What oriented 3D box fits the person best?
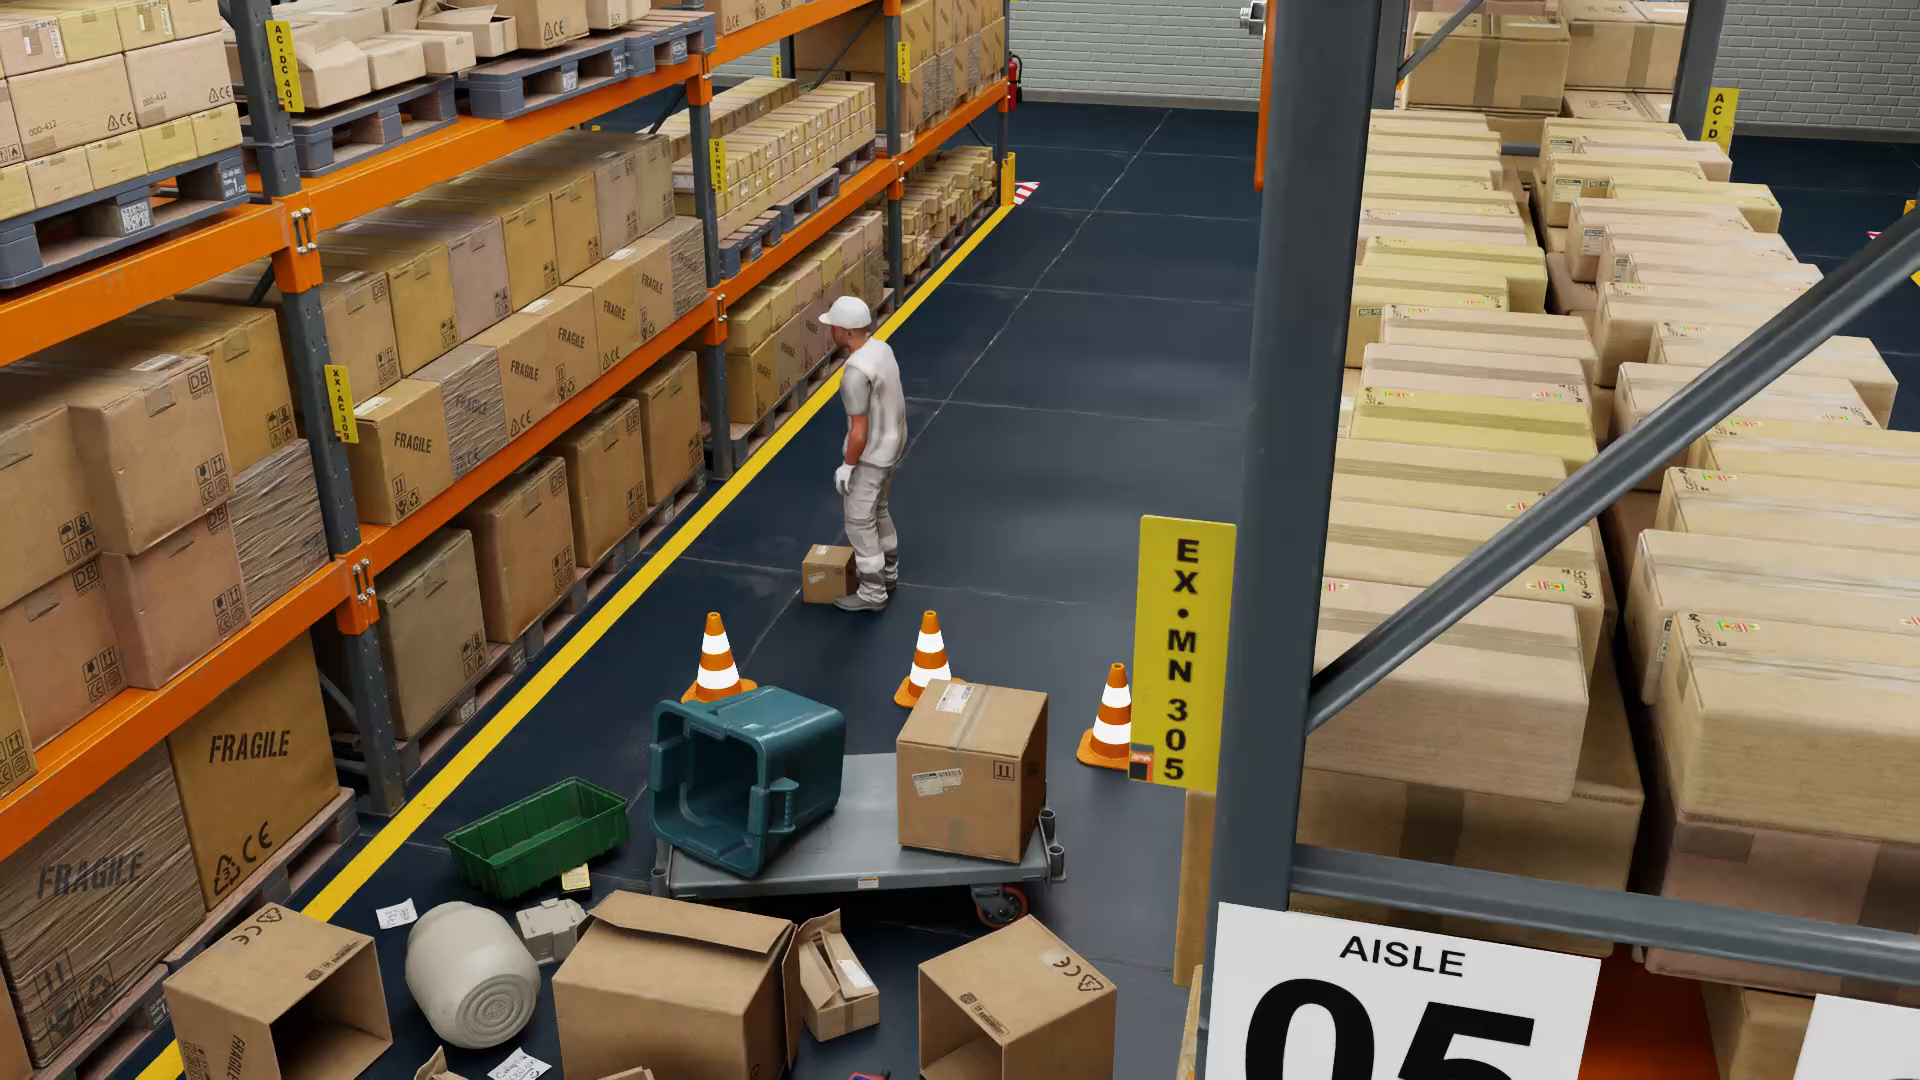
[{"bbox_3d":[-0.521,-0.470,9.093,0.448,1.780,0.608,6,26,13],"label":"person"}]
